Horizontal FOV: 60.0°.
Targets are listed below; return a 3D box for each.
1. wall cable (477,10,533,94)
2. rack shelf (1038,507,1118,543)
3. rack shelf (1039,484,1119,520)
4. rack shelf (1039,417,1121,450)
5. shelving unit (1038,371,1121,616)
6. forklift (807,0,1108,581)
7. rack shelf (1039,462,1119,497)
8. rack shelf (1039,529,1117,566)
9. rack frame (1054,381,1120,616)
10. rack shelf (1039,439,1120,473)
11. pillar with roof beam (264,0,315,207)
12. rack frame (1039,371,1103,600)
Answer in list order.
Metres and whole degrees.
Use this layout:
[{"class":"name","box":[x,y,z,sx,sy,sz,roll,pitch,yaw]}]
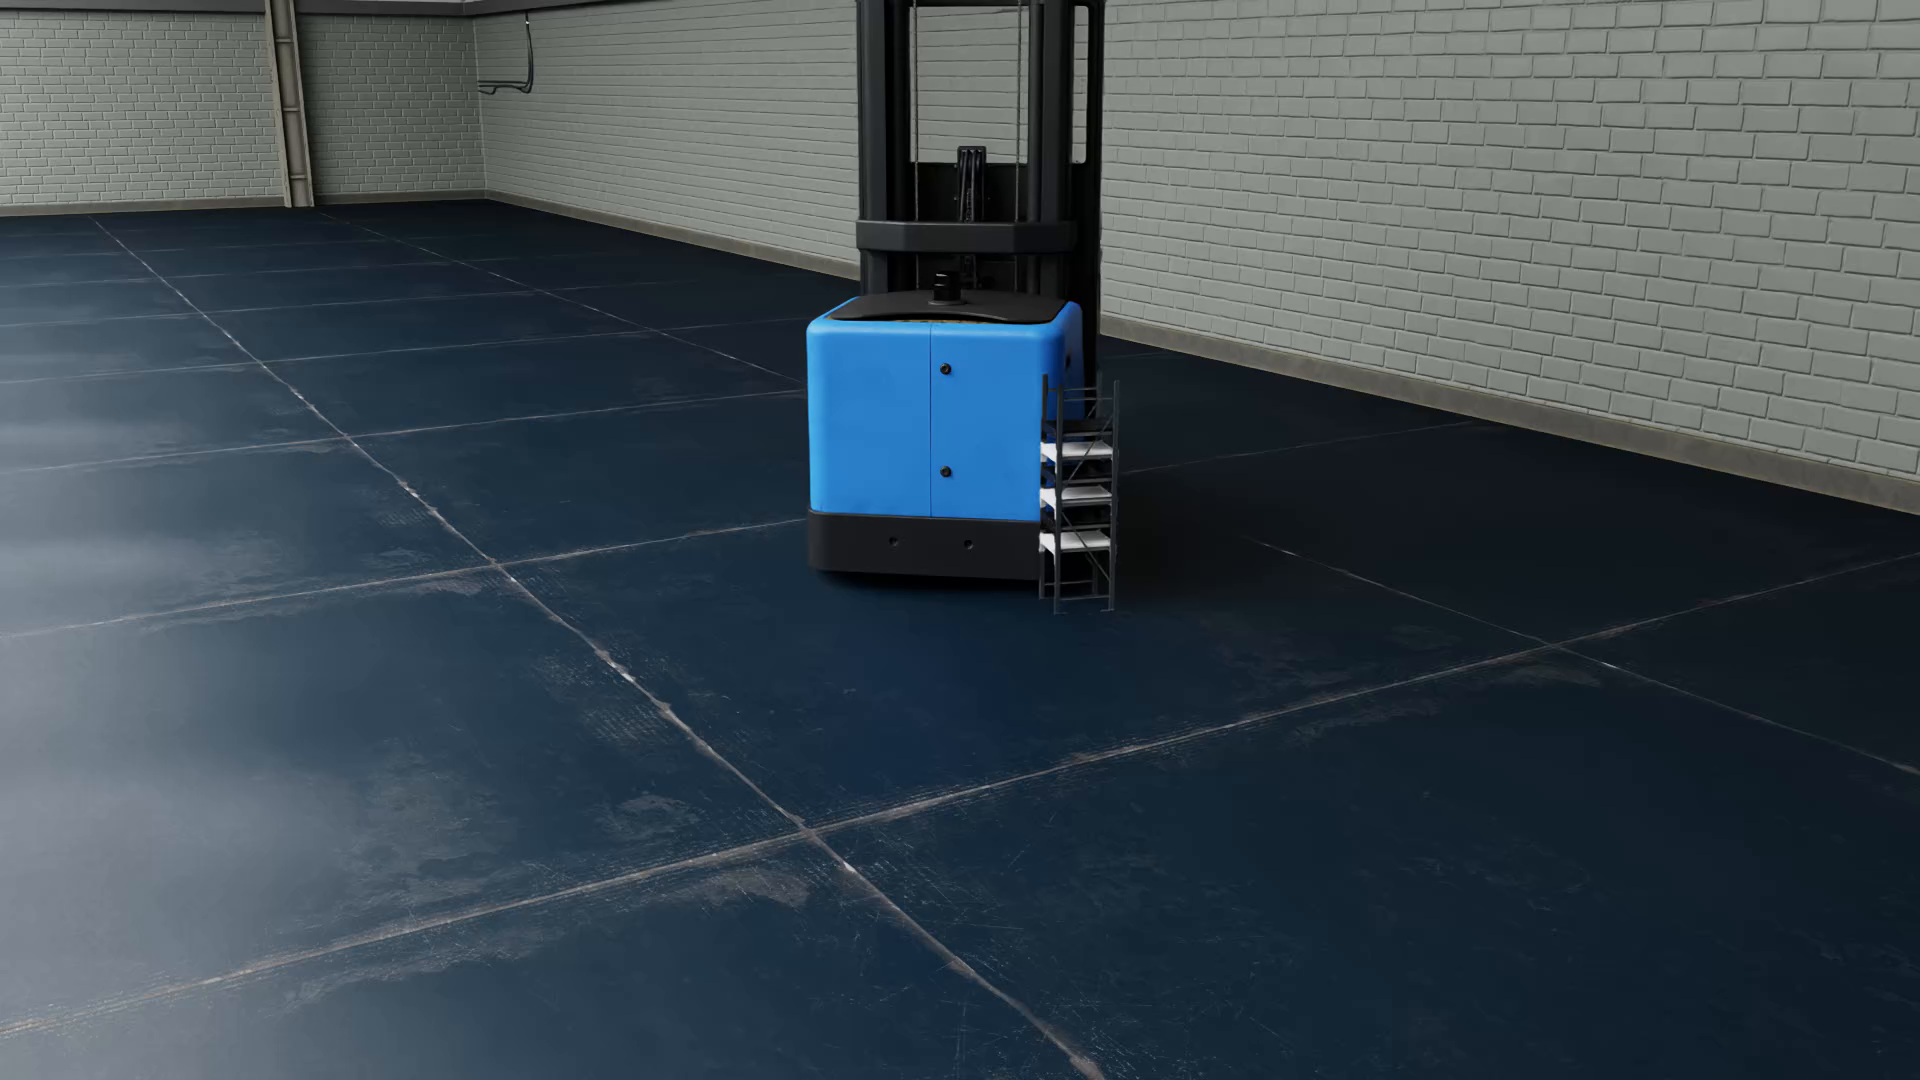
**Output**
[{"class":"wall cable","box":[-7.165,-8.185,25.690,0.112,2.526,3.097,-9,18,-30]},{"class":"rack shelf","box":[0.454,-0.060,6.412,0.258,0.077,0.200,-4,16,-13]},{"class":"rack shelf","box":[0.454,-0.147,6.388,0.258,0.077,0.200,-4,16,-13]},{"class":"rack shelf","box":[0.454,-0.407,6.316,0.258,0.077,0.200,-4,16,-13]},{"class":"shelving unit","box":[0.454,-0.179,6.379,0.258,0.900,0.210,-4,16,-13]},{"class":"forklift","box":[0.128,-1.602,7.695,1.130,2.935,3.031,3,16,9]},{"class":"rack shelf","box":[0.454,-0.233,6.364,0.258,0.077,0.200,-4,16,-13]},{"class":"rack shelf","box":[0.454,0.027,6.437,0.258,0.077,0.200,-4,16,-13]},{"class":"rack frame","box":[0.478,-0.152,6.284,0.240,0.900,0.006,-4,16,-13]},{"class":"rack shelf","box":[0.454,-0.320,6.340,0.258,0.077,0.200,-4,16,-13]},{"class":"pillar with roof beam","box":[-8.154,-8.581,21.348,0.400,9.000,9.100,-9,18,-30]},{"class":"rack frame","box":[0.430,-0.205,6.474,0.240,0.900,0.006,-4,16,-13]}]
